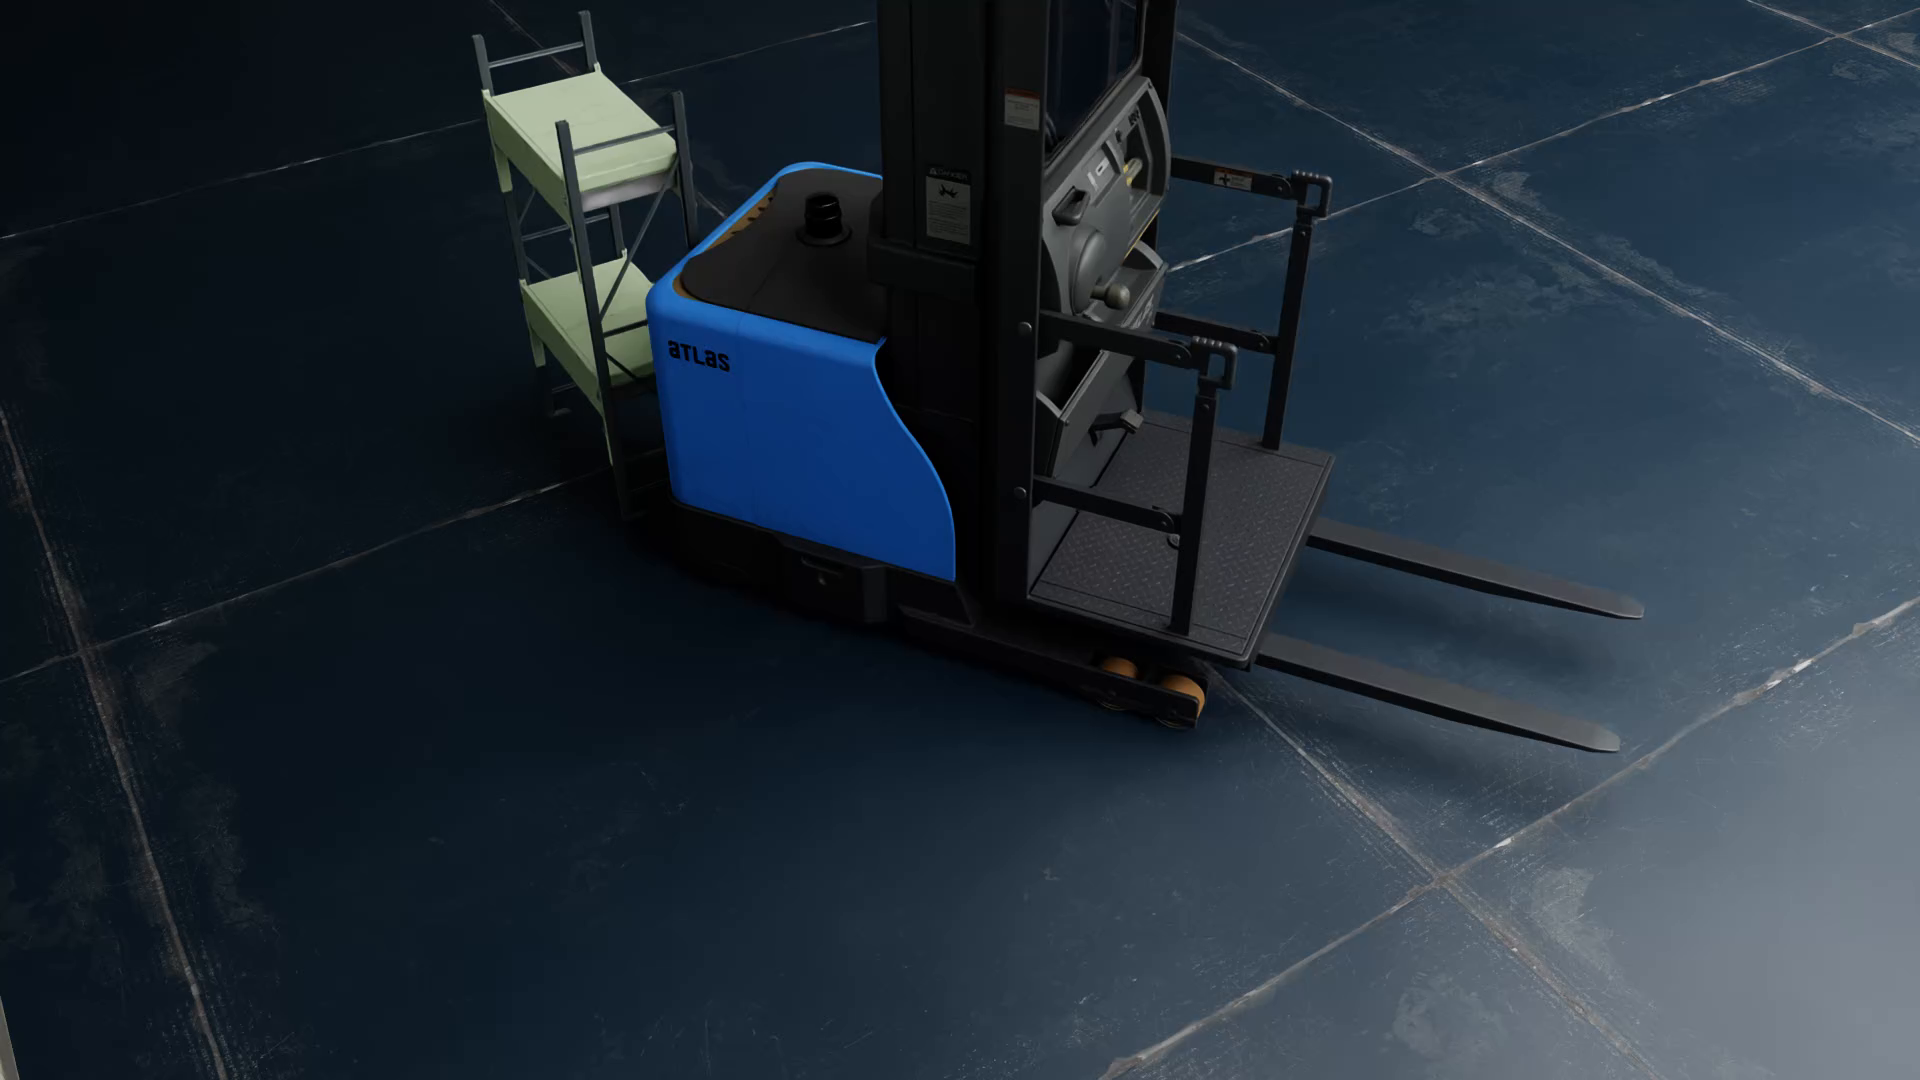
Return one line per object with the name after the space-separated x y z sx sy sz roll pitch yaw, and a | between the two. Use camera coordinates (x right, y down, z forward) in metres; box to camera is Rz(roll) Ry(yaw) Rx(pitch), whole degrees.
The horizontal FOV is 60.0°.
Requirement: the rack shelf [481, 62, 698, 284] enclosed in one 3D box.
-1.207 -1.210 5.421 0.431 0.370 0.720 -22 45 -24 | rack shelf

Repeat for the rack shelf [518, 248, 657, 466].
-1.206 -0.660 5.880 0.431 0.370 0.720 -22 45 -24 | rack shelf

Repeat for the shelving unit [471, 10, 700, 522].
-1.206 -0.911 5.671 0.431 1.500 0.755 -22 45 -24 | shelving unit

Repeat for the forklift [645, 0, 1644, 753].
0.601 -0.941 4.590 3.031 2.935 1.130 16 42 18 | forklift

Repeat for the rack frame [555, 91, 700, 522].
-1.013 -0.712 5.432 0.400 1.500 0.023 -22 45 -24 | rack frame

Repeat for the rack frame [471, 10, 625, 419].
-1.400 -1.110 5.910 0.400 1.500 0.023 -22 45 -24 | rack frame
